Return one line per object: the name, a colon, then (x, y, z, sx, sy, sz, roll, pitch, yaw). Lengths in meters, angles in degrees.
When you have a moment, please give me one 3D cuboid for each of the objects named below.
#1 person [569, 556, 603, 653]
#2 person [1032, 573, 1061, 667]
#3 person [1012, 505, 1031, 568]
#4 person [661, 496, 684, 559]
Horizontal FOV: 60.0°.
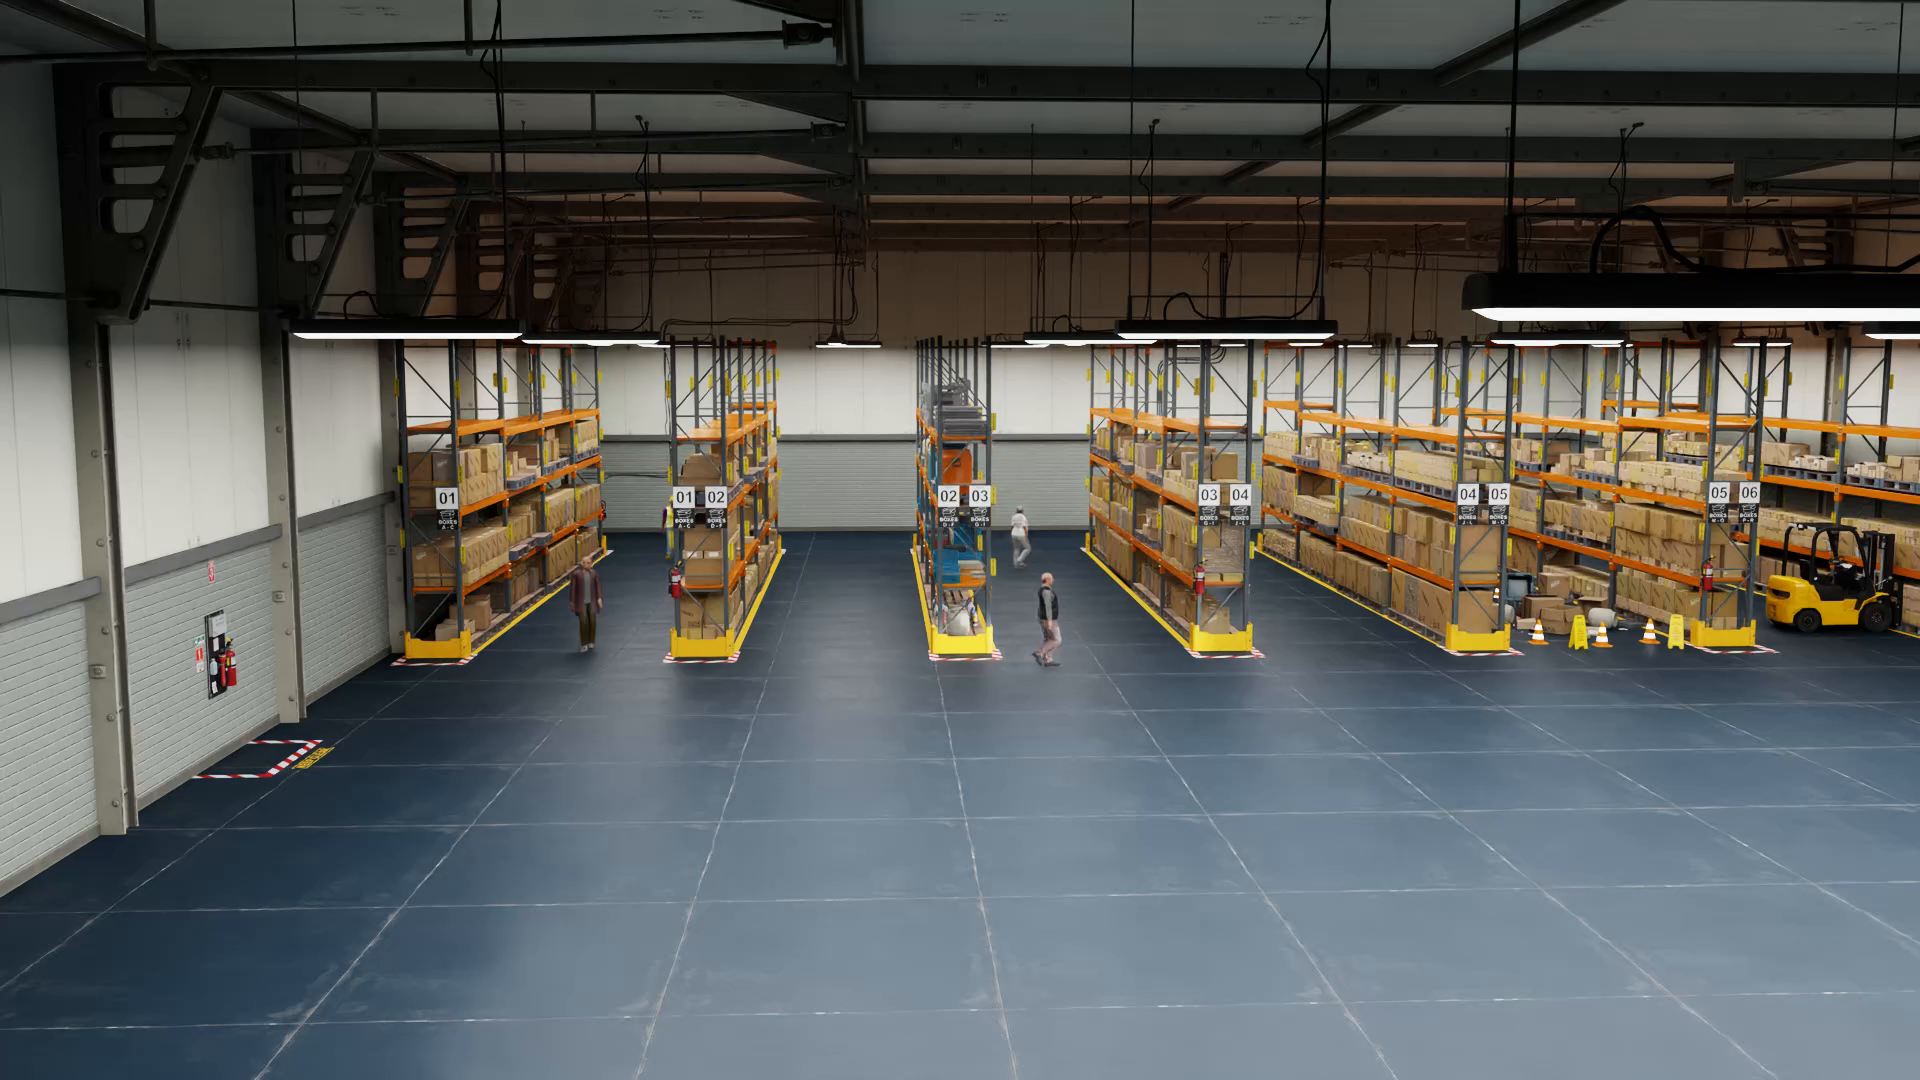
person: (-7.148, 1.253, 31.927, 0.614, 1.851, 0.597, -4, 7, -30)
person: (1.551, 1.448, 30.013, 0.553, 1.713, 0.552, -1, 7, -10)
person: (1.565, -0.079, 43.779, 0.513, 1.665, 0.468, 6, 9, 43)
person: (-7.918, -0.354, 45.835, 0.650, 1.698, 1.092, -1, 7, -8)
